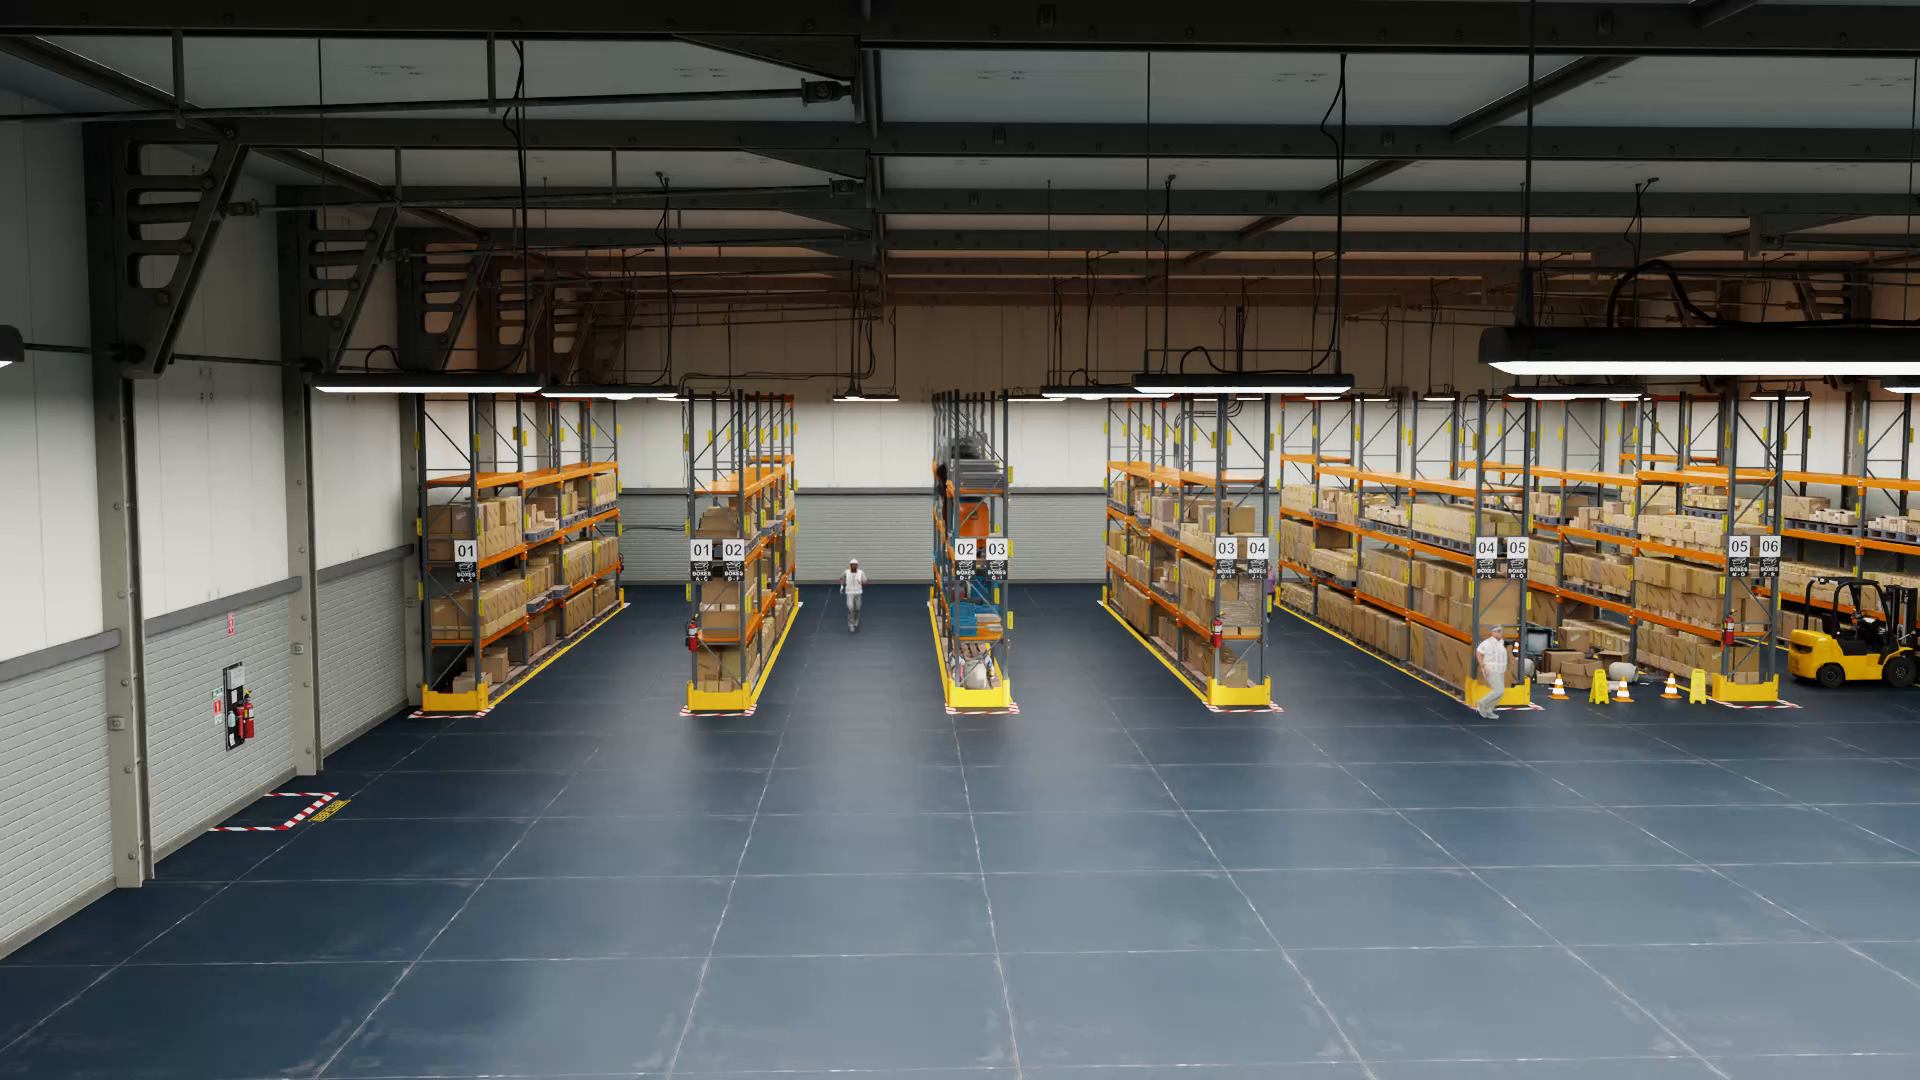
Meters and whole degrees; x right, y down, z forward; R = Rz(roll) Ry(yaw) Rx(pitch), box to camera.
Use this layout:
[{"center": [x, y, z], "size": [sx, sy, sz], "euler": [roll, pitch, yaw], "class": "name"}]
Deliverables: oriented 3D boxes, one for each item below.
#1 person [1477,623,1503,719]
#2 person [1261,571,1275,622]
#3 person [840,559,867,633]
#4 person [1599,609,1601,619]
[{"center": [9.674, 2.380, 30.314], "size": [0.357, 1.750, 0.395], "euler": [-4, 6, -42], "class": "person"}, {"center": [8.119, 1.492, 43.753], "size": [0.347, 1.337, 0.485], "euler": [0, 5, -3], "class": "person"}, {"center": [-2.680, 1.381, 42.033], "size": [0.678, 1.804, 0.934], "euler": [-1, 5, -10], "class": "person"}, {"center": [16.493, 1.329, 43.173], "size": [0.714, 1.742, 0.635], "euler": [0, 5, -6], "class": "person"}]
